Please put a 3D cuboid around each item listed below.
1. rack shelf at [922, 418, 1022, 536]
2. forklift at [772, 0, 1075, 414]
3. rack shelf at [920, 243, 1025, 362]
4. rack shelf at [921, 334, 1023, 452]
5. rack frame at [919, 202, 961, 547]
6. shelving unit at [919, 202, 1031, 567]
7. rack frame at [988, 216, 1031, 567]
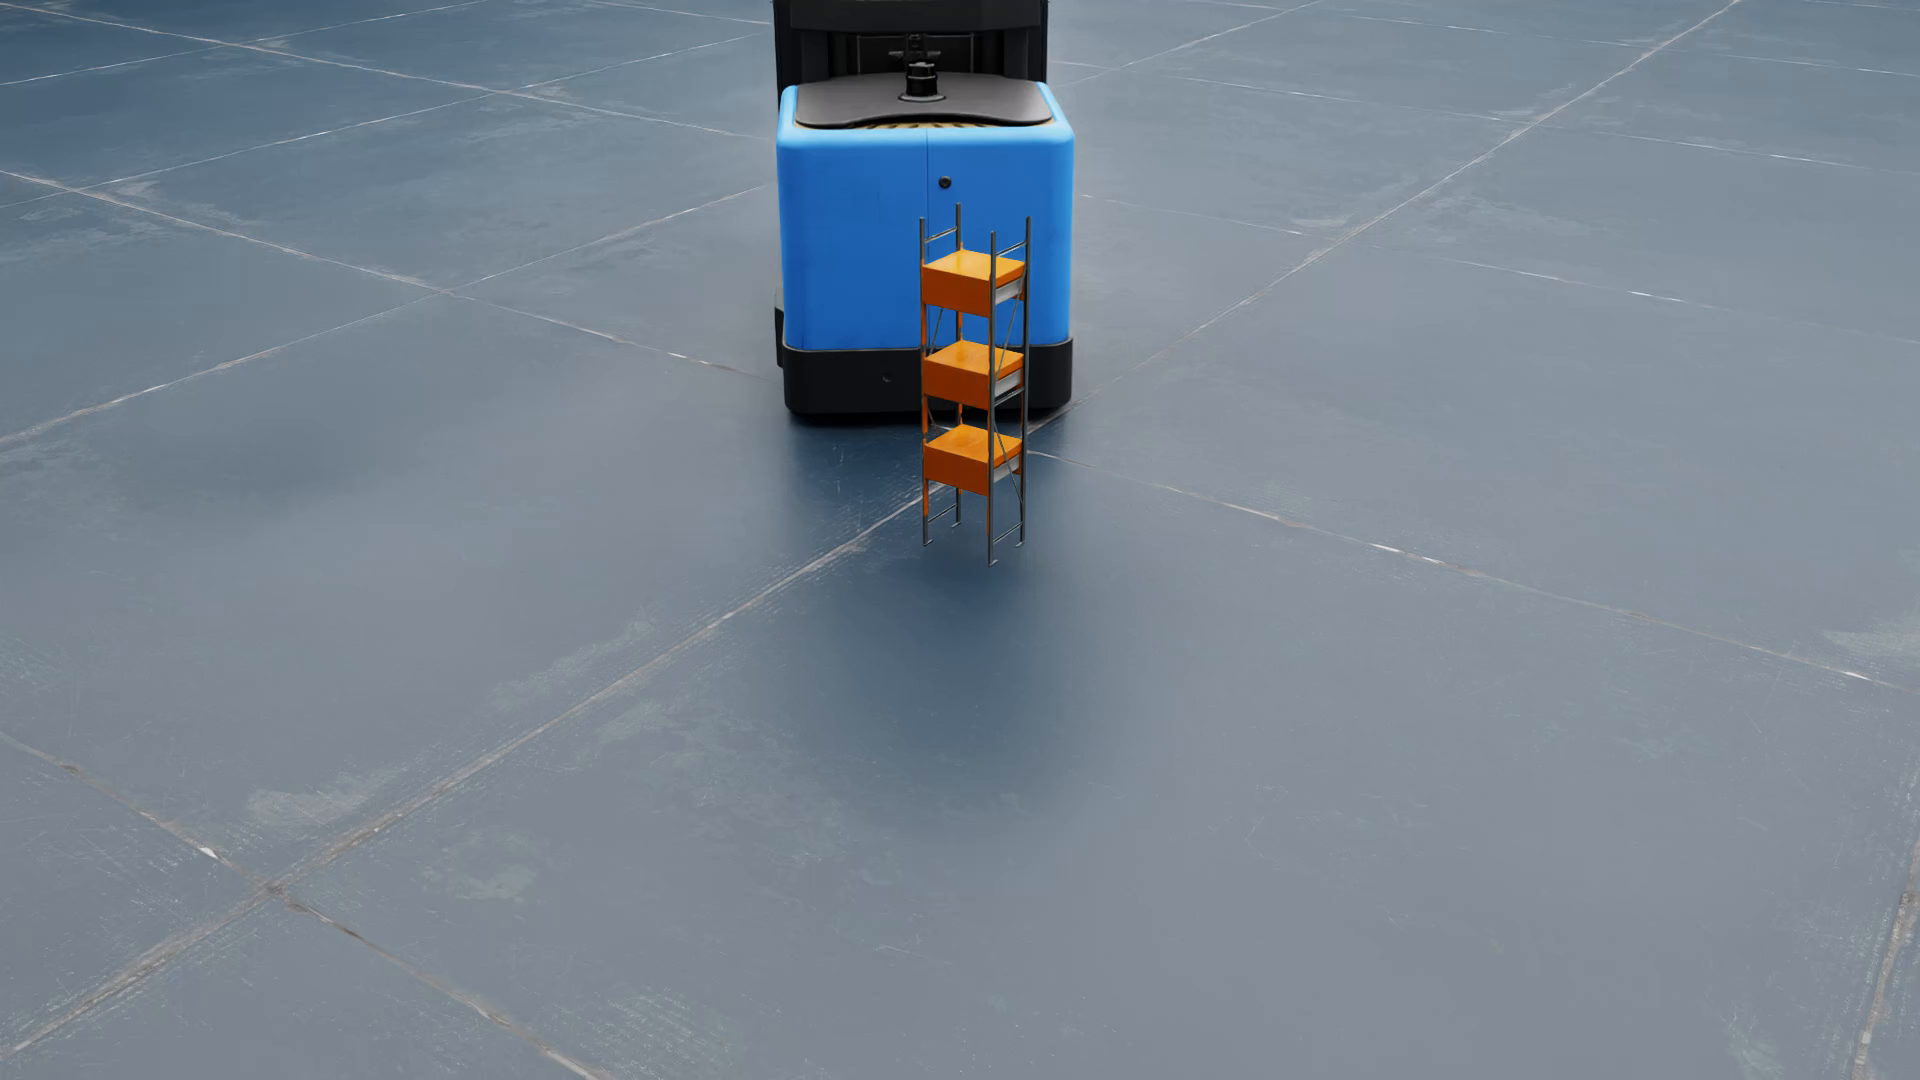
[{"bbox_3d":[0.044,-0.197,5.116,0.240,0.259,0.215,17,32,30],"label":"rack shelf"},{"bbox_3d":[-0.212,-2.393,6.721,1.130,2.935,3.031,-2,27,-4],"label":"forklift"},{"bbox_3d":[0.044,-0.698,4.861,0.240,0.259,0.215,17,32,30],"label":"rack shelf"},{"bbox_3d":[0.044,-0.445,4.990,0.240,0.259,0.215,17,32,30],"label":"rack shelf"},{"bbox_3d":[-0.056,-0.485,5.046,0.008,1.050,0.200,17,32,30],"label":"rack frame"},{"bbox_3d":[0.044,-0.454,4.985,0.252,1.050,0.215,17,32,30],"label":"shelving unit"},{"bbox_3d":[0.145,-0.423,4.923,0.008,1.050,0.200,17,32,30],"label":"rack frame"}]
